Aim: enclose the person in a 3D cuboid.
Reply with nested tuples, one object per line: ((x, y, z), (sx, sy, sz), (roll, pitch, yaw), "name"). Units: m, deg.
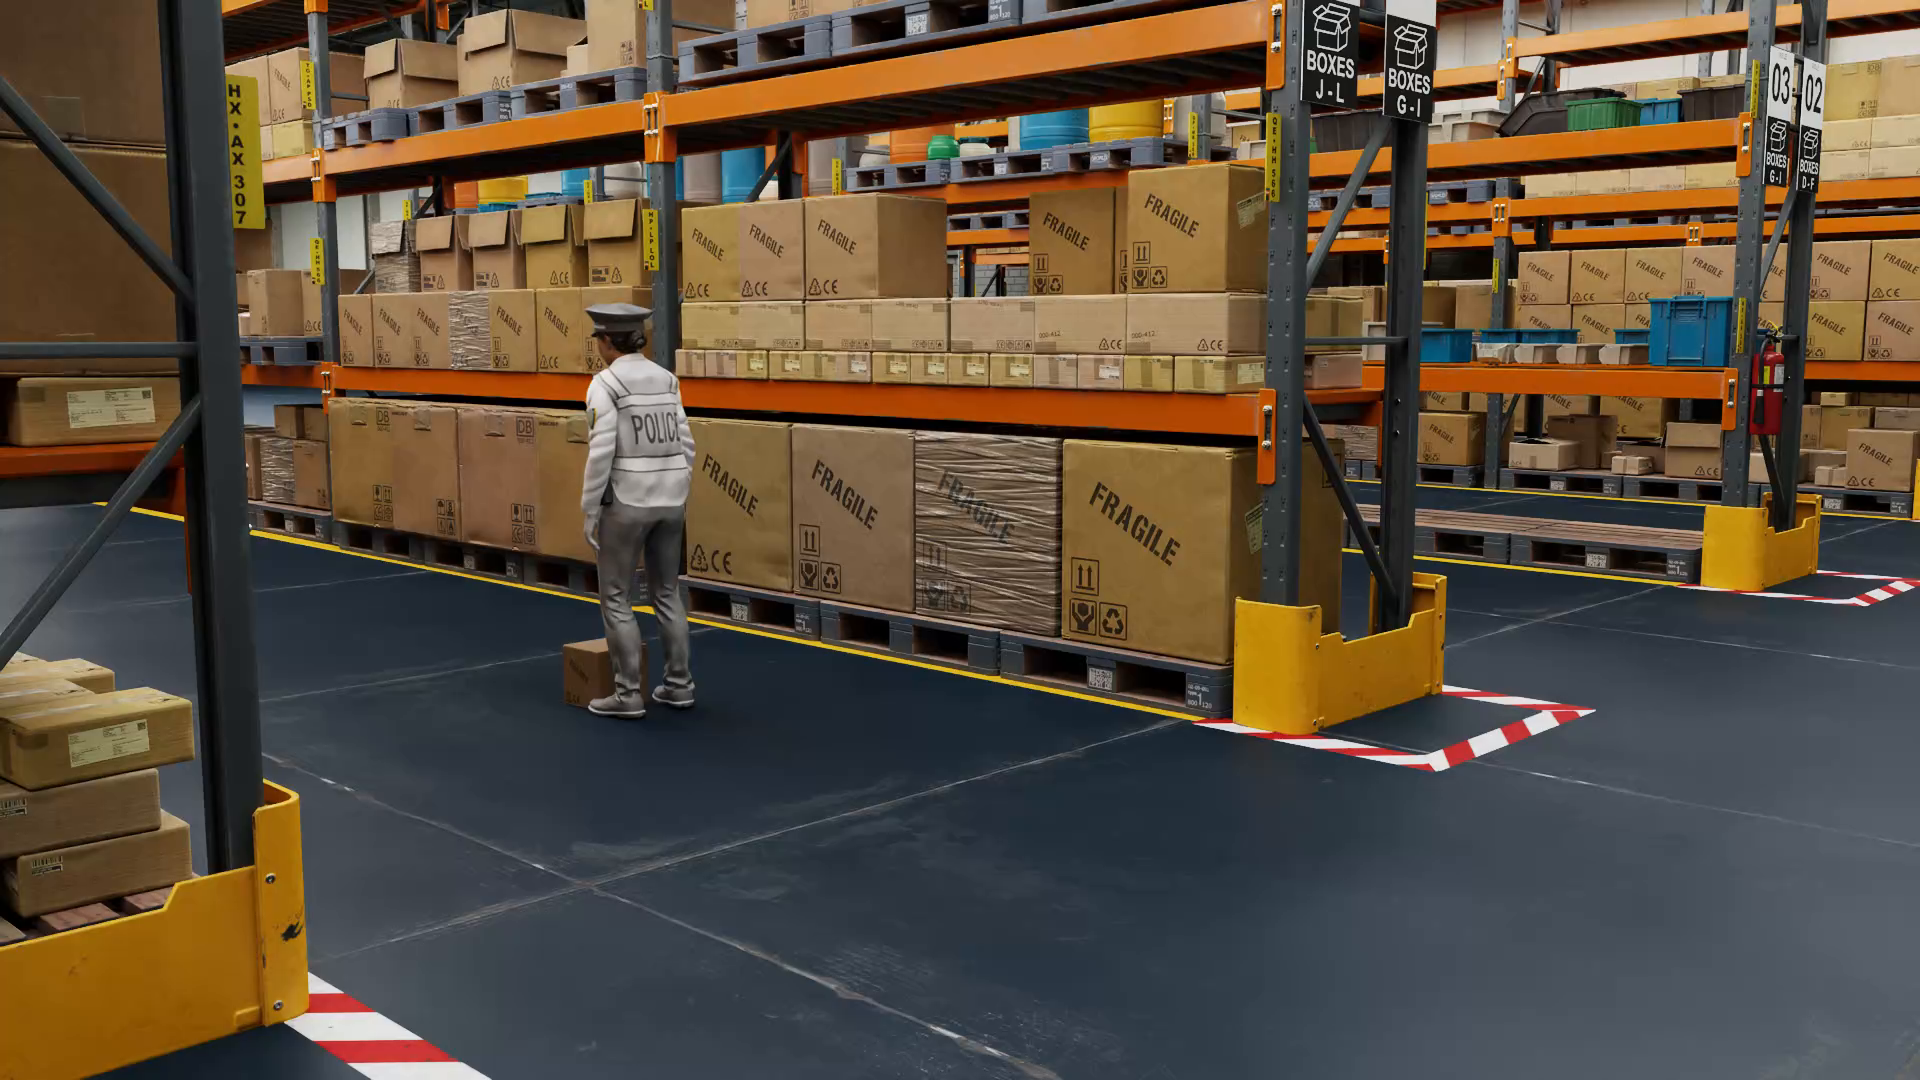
((-1.303, -0.120, 6.708), (0.374, 1.662, 0.534), (6, 9, 40), "person")
